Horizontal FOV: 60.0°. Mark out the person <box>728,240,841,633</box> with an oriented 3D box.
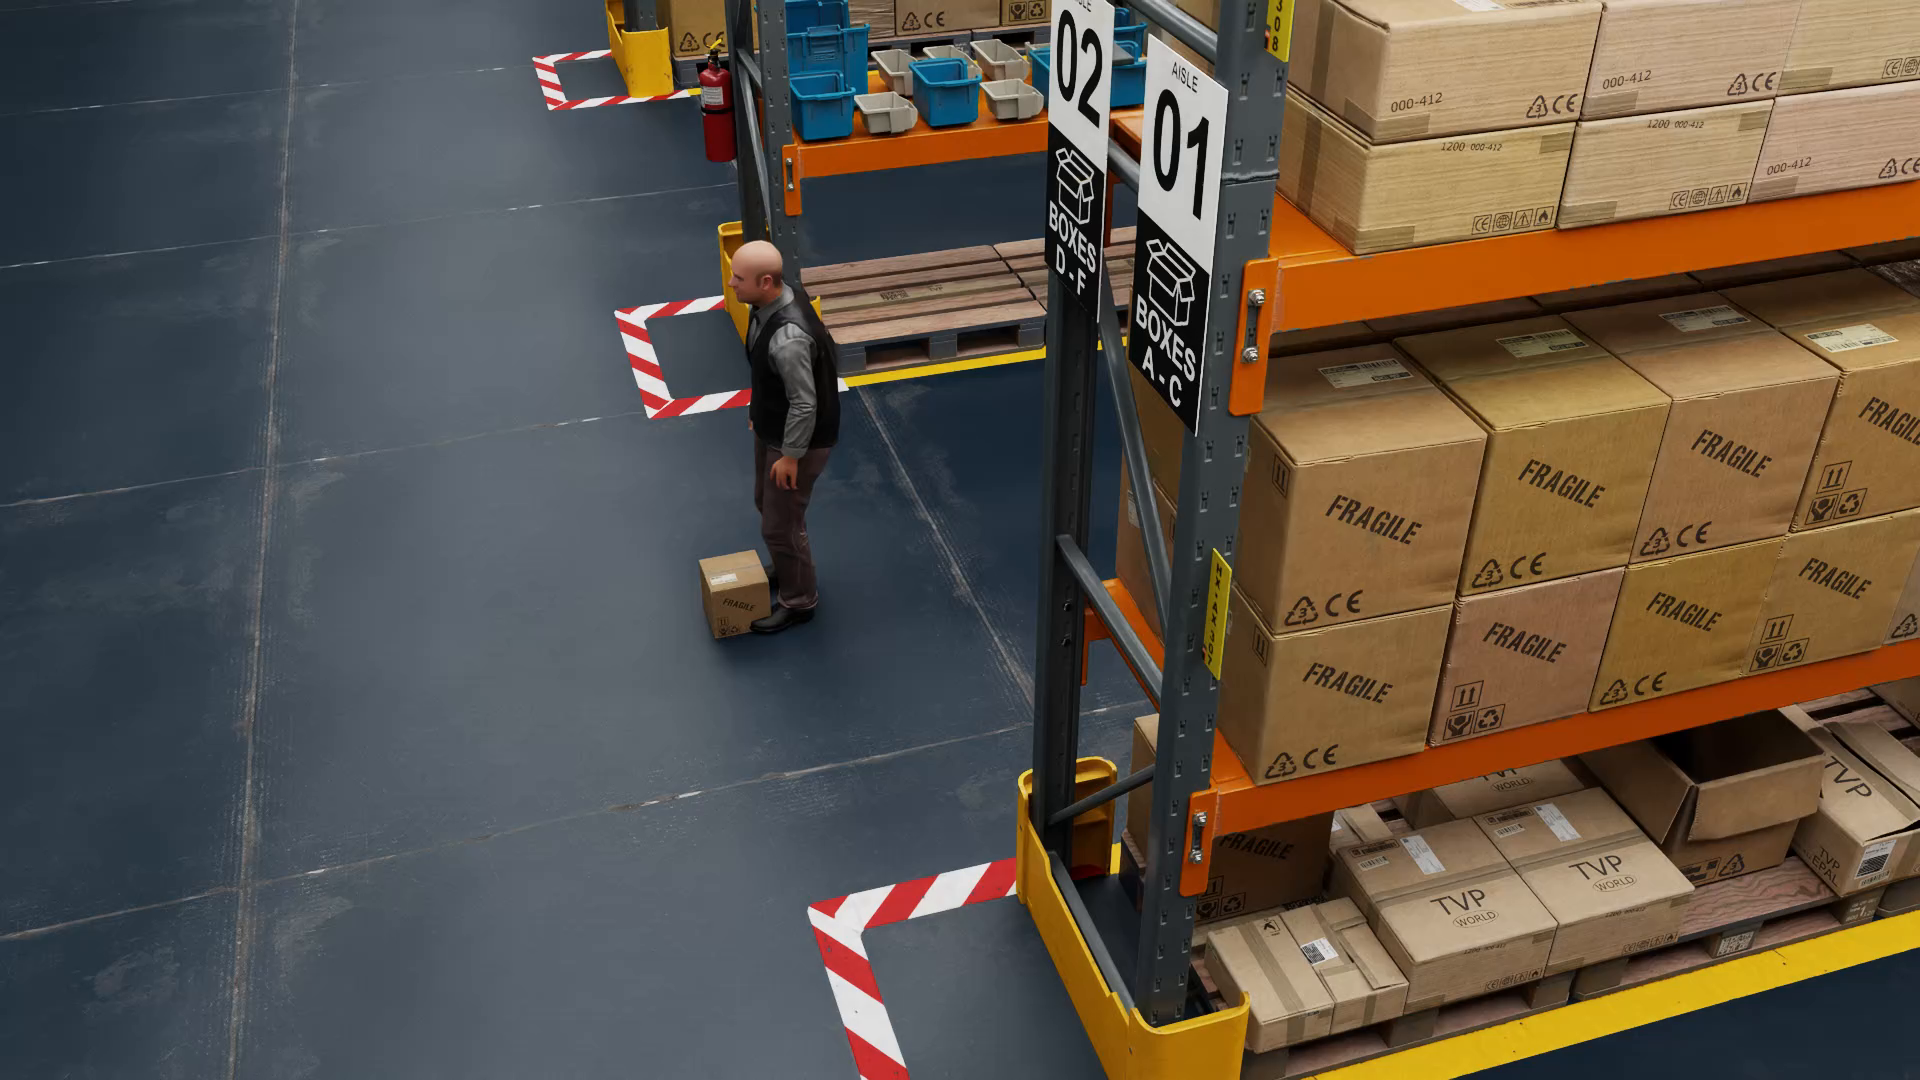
[{"bbox_3d":[-0.723,-0.430,6.807,0.460,1.722,0.580,-10,35,-14],"label":"person"}]
